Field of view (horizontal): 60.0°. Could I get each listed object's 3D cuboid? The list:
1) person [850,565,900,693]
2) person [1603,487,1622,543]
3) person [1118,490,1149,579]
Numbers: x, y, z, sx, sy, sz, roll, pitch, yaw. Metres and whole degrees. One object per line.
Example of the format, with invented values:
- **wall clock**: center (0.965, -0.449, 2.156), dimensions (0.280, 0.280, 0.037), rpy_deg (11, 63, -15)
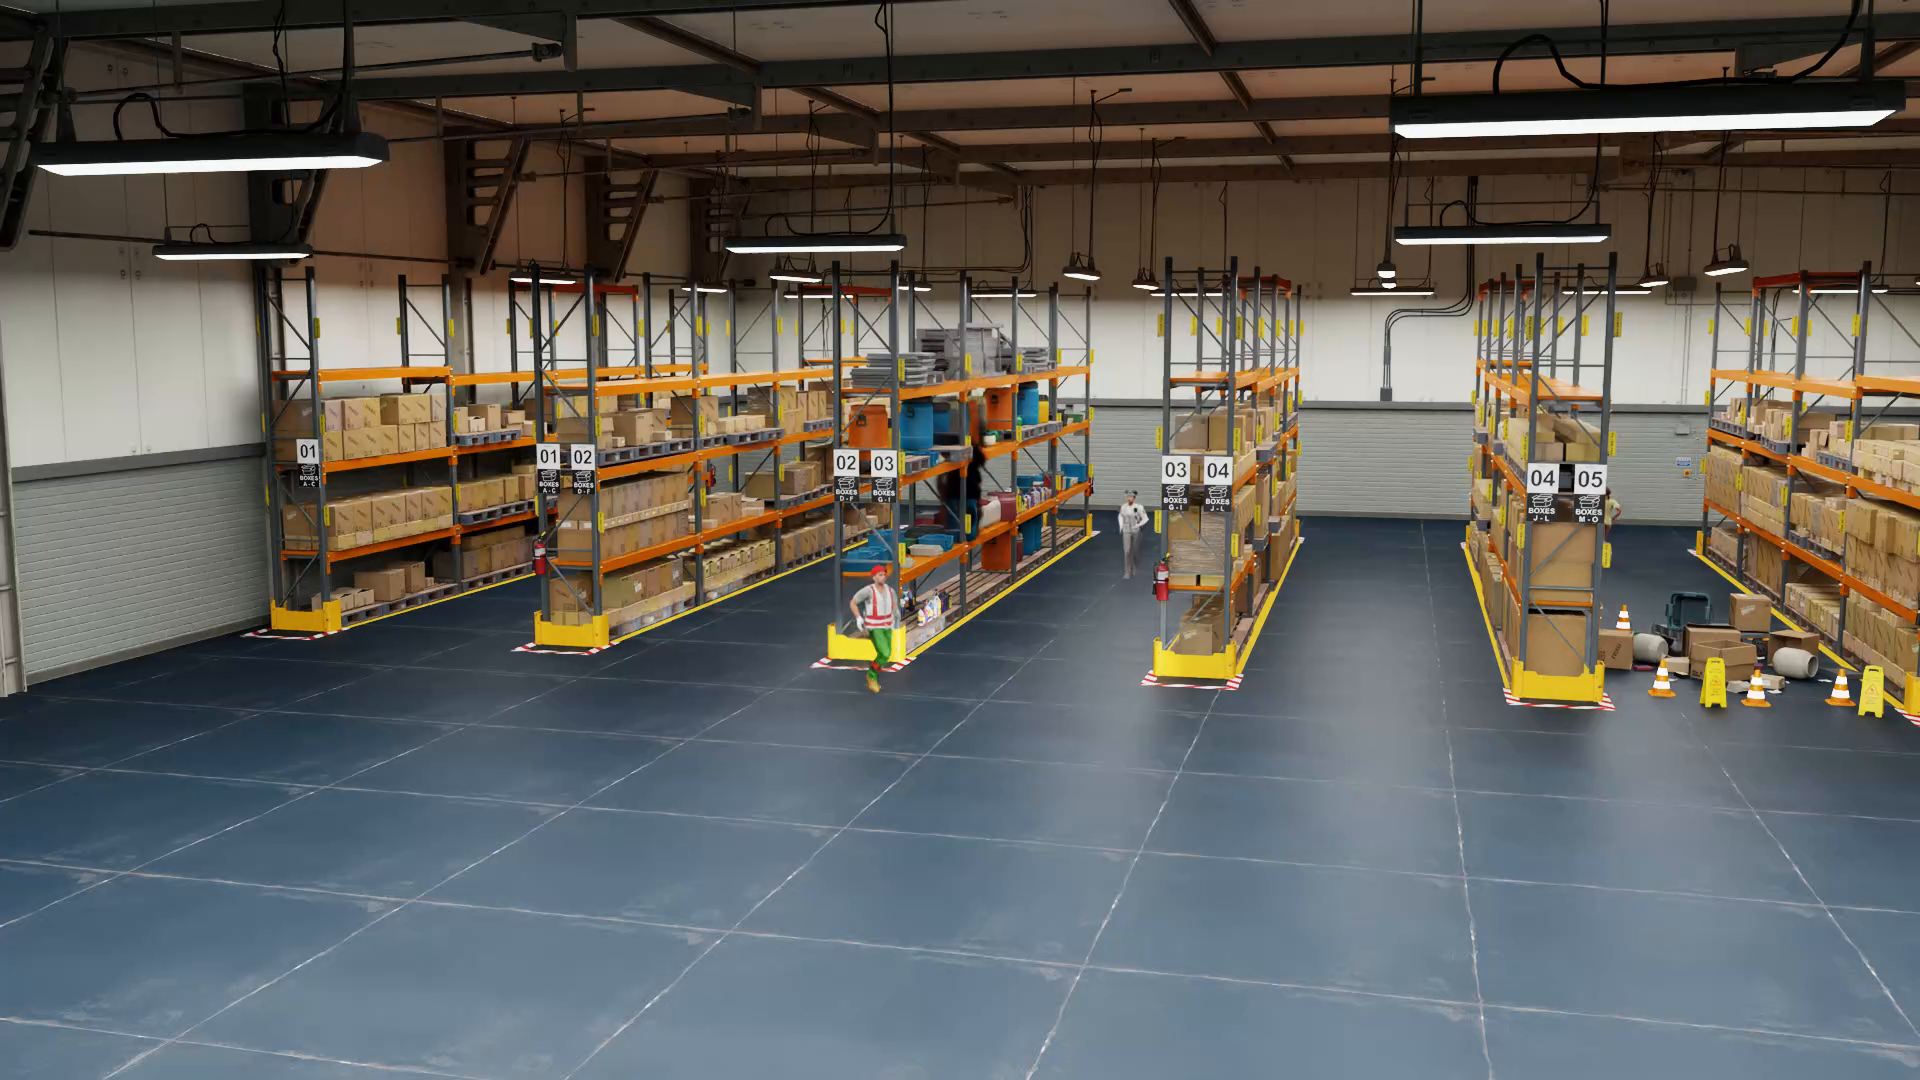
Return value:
- **person**: center (-1.088, 1.222, 22.842), dimensions (0.637, 1.761, 0.670), rpy_deg (-7, 10, -42)
- **person**: center (13.744, -0.301, 35.453), dimensions (0.579, 1.666, 0.867), rpy_deg (0, 7, -1)
- **person**: center (3.292, -0.117, 31.749), dimensions (0.610, 1.720, 0.783), rpy_deg (2, 8, 16)
